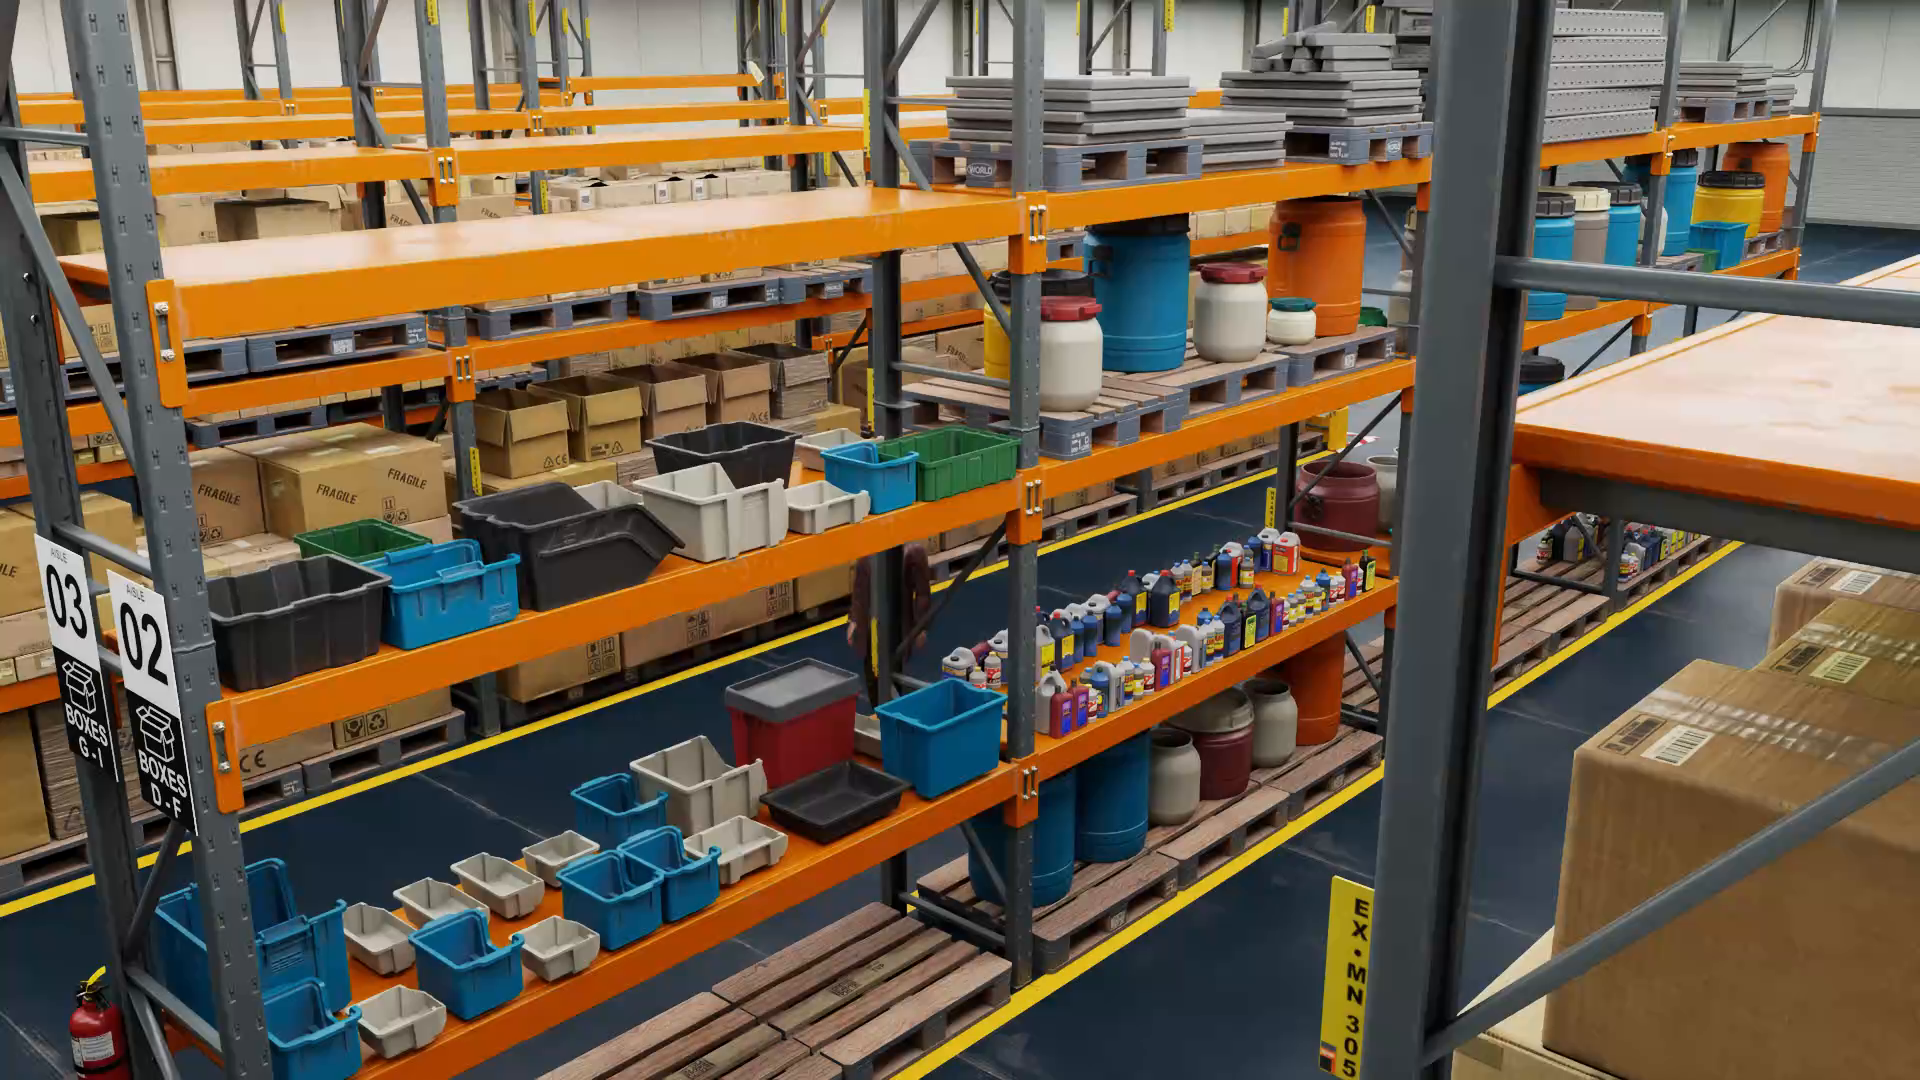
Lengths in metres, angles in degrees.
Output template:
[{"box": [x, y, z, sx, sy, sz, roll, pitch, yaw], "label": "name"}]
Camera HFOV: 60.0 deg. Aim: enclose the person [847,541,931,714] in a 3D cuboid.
[{"box": [-0.515, 0.610, 11.475, 0.590, 1.789, 0.511, 11, 20, 33], "label": "person"}]
